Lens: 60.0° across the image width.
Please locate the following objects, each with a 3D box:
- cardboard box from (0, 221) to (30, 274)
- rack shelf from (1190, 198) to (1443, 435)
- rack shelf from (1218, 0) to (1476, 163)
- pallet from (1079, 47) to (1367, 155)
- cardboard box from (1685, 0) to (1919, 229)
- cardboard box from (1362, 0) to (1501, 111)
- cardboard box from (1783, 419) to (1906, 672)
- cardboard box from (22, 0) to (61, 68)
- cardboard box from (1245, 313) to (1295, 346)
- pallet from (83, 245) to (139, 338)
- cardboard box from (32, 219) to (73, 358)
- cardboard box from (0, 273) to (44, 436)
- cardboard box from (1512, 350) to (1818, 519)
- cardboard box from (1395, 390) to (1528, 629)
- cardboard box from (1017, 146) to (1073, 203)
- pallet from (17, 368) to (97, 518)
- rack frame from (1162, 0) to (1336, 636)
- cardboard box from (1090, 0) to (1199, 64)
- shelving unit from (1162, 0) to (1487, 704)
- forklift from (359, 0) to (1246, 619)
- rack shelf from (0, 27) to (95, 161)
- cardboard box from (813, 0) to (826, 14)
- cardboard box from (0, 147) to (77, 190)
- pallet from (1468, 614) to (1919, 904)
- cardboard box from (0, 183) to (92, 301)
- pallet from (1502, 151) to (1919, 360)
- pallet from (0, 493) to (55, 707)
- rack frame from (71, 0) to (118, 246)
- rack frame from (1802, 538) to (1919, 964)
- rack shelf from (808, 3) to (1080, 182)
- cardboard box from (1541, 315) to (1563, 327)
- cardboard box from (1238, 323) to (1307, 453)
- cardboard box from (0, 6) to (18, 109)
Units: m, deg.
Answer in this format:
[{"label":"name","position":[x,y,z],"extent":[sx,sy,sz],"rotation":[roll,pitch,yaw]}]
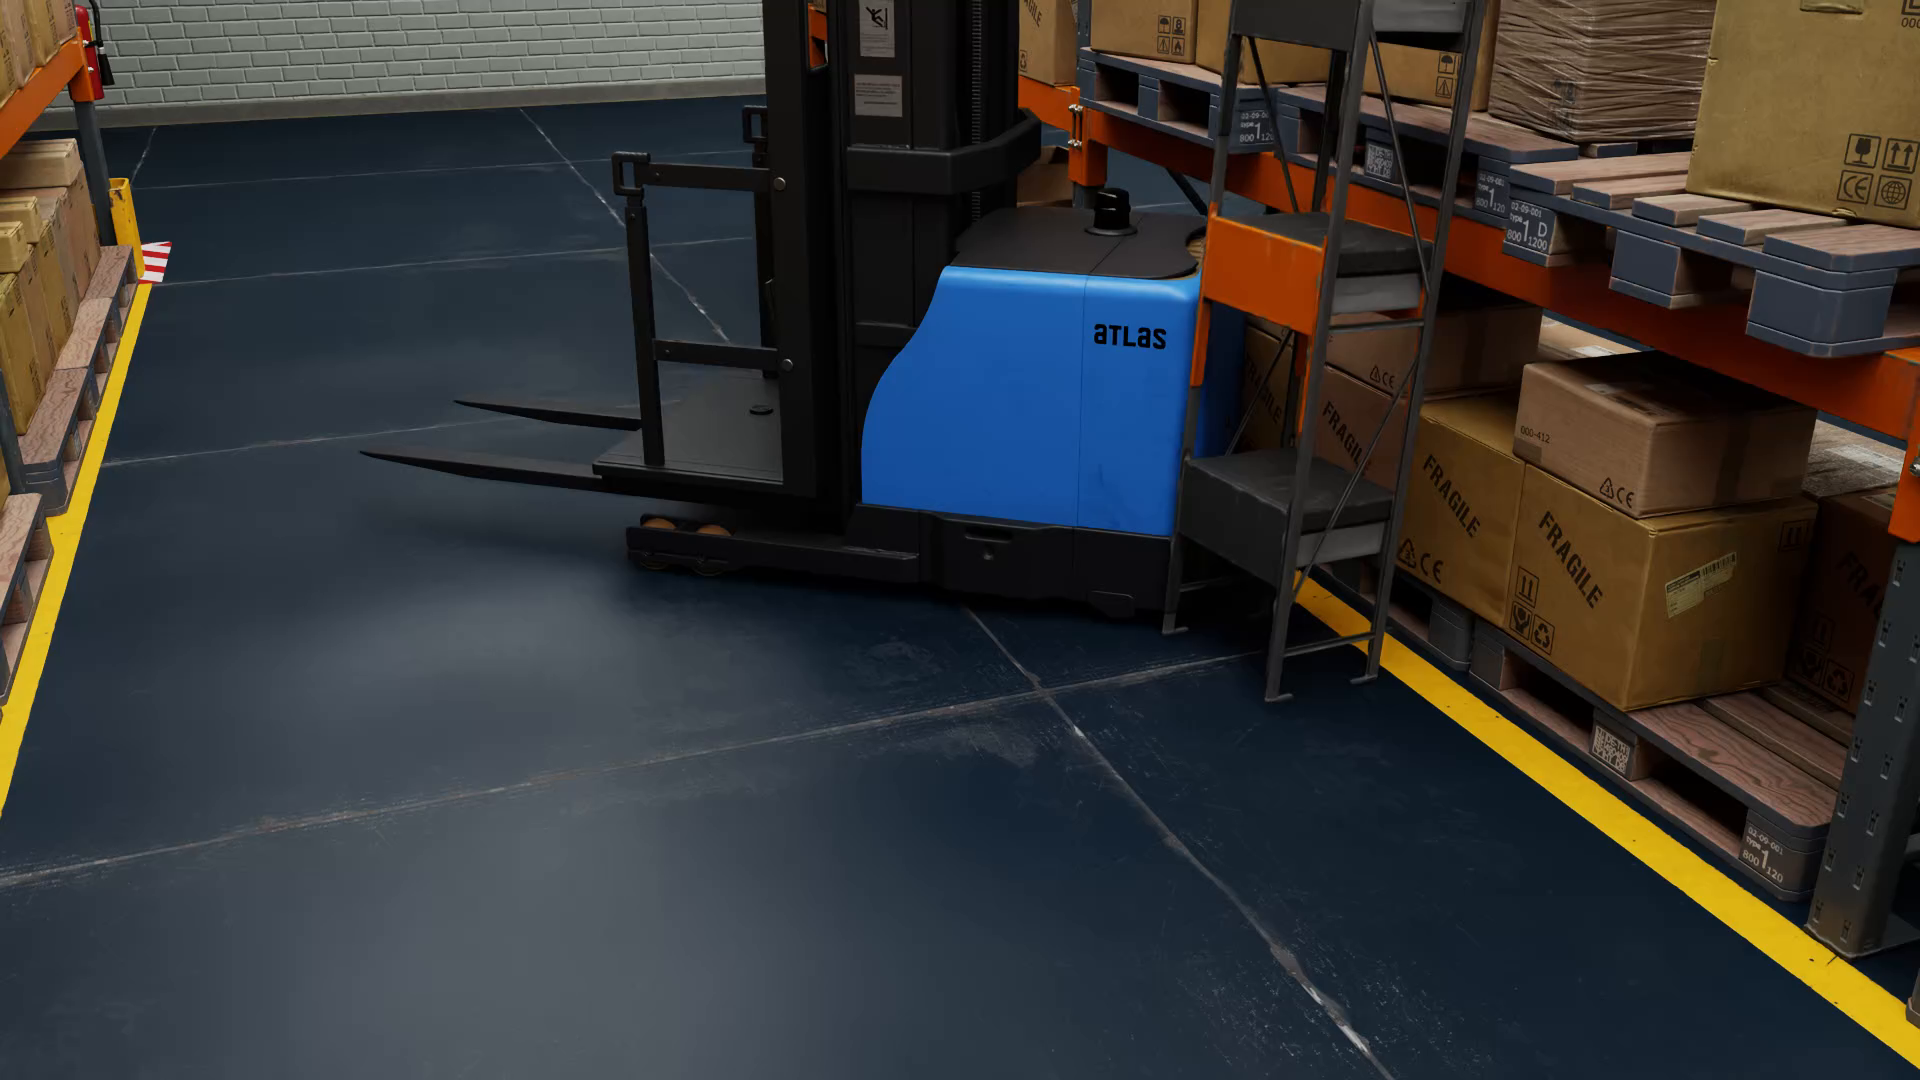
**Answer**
[{"label":"cardboard box","position":[-3.804,-1.109,6.361],"extent":[0.380,0.149,0.250],"rotation":[-8,24,-17]},{"label":"rack shelf","position":[0.961,-0.622,4.523],"extent":[0.431,0.518,0.480],"rotation":[-8,24,-28]},{"label":"rack shelf","position":[1.000,-1.274,4.271],"extent":[0.431,0.518,0.480],"rotation":[-8,24,-28]},{"label":"pallet","position":[1.127,-1.620,5.979],"extent":[1.003,0.211,1.213],"rotation":[-8,24,-19]},{"label":"cardboard box","position":[2.032,-1.013,3.623],"extent":[0.700,0.500,0.500],"rotation":[-18,29,-36]},{"label":"cardboard box","position":[1.629,-1.620,5.062],"extent":[0.700,0.500,0.500],"rotation":[-15,27,-32]},{"label":"cardboard box","position":[2.277,-0.005,4.553],"extent":[0.500,0.500,0.500],"rotation":[-9,25,-21]},{"label":"cardboard box","position":[-4.642,-2.478,7.380],"extent":[0.980,0.700,0.700],"rotation":[-9,24,-19]},{"label":"cardboard box","position":[1.243,-0.838,5.562],"extent":[0.500,0.250,0.500],"rotation":[-8,24,-19]},{"label":"pallet","position":[-4.743,-1.221,8.376],"extent":[1.003,0.211,1.213],"rotation":[-8,24,-19]},{"label":"cardboard box","position":[-4.208,-1.030,7.010],"extent":[0.700,0.500,0.500],"rotation":[-8,24,-18]},{"label":"cardboard box","position":[-3.854,-0.660,6.132],"extent":[0.700,0.500,0.500],"rotation":[-8,24,-18]},{"label":"cardboard box","position":[1.786,-0.284,4.249],"extent":[0.500,0.250,0.500],"rotation":[-7,24,-17]},{"label":"cardboard box","position":[1.628,-0.107,4.794],"extent":[0.500,0.500,0.500],"rotation":[-9,25,-21]},{"label":"cardboard box","position":[0.279,-1.748,8.684],"extent":[0.797,0.503,0.637],"rotation":[-8,24,-19]},{"label":"pallet","position":[-3.881,-0.335,6.273],"extent":[1.003,0.211,1.213],"rotation":[-8,24,-19]},{"label":"rack frame","position":[0.843,-0.718,4.715],"extent":[0.400,2.100,0.015],"rotation":[-8,24,-28]},{"label":"cardboard box","position":[0.905,-2.051,6.084],"extent":[0.700,0.500,0.500],"rotation":[-18,29,-36]},{"label":"shelving unit","position":[0.962,-0.634,4.518],"extent":[0.431,2.100,0.503],"rotation":[-8,24,-28]},{"label":"forklift","position":[-0.598,-1.419,5.344],"extent":[3.031,2.935,1.130],"rotation":[7,24,15]},{"label":"rack shelf","position":[-4.392,-1.728,6.914],"extent":[1.077,0.370,4.000],"rotation":[-8,24,-19]},{"label":"cardboard box","position":[-0.556,-3.316,9.627],"extent":[0.500,0.500,0.500],"rotation":[-8,24,-18]},{"label":"cardboard box","position":[-4.451,-1.772,7.934],"extent":[0.380,0.149,0.250],"rotation":[-8,24,-18]},{"label":"pallet","position":[2.132,0.448,4.415],"extent":[1.003,0.211,1.213],"rotation":[-8,24,-19]},{"label":"cardboard box","position":[-4.581,-1.406,7.900],"extent":[0.700,0.500,0.500],"rotation":[-8,24,-19]},{"label":"pallet","position":[2.055,-0.709,3.817],"extent":[1.213,0.211,1.003],"rotation":[-8,24,-19]},{"label":"pallet","position":[-3.343,0.222,4.951],"extent":[1.003,0.211,1.213],"rotation":[-8,24,-19]},{"label":"rack frame","position":[-5.099,-2.786,8.499],"extent":[1.000,3.000,0.127],"rotation":[-8,24,-19]},{"label":"rack frame","position":[2.360,-0.561,3.218],"extent":[1.000,3.000,0.127],"rotation":[-8,24,-19]},{"label":"rack shelf","position":[0.241,-2.409,8.530],"extent":[1.077,0.370,4.000],"rotation":[-8,24,-19]},{"label":"cardboard box","position":[1.733,-0.562,5.873],"extent":[0.500,0.500,0.500],"rotation":[-8,24,-18]},{"label":"cardboard box","position":[1.259,-0.481,5.680],"extent":[0.500,0.500,0.500],"rotation":[-8,24,-18]},{"label":"cardboard box","position":[-4.115,-1.936,6.096],"extent":[0.980,0.700,0.700],"rotation":[-9,24,-20]}]
